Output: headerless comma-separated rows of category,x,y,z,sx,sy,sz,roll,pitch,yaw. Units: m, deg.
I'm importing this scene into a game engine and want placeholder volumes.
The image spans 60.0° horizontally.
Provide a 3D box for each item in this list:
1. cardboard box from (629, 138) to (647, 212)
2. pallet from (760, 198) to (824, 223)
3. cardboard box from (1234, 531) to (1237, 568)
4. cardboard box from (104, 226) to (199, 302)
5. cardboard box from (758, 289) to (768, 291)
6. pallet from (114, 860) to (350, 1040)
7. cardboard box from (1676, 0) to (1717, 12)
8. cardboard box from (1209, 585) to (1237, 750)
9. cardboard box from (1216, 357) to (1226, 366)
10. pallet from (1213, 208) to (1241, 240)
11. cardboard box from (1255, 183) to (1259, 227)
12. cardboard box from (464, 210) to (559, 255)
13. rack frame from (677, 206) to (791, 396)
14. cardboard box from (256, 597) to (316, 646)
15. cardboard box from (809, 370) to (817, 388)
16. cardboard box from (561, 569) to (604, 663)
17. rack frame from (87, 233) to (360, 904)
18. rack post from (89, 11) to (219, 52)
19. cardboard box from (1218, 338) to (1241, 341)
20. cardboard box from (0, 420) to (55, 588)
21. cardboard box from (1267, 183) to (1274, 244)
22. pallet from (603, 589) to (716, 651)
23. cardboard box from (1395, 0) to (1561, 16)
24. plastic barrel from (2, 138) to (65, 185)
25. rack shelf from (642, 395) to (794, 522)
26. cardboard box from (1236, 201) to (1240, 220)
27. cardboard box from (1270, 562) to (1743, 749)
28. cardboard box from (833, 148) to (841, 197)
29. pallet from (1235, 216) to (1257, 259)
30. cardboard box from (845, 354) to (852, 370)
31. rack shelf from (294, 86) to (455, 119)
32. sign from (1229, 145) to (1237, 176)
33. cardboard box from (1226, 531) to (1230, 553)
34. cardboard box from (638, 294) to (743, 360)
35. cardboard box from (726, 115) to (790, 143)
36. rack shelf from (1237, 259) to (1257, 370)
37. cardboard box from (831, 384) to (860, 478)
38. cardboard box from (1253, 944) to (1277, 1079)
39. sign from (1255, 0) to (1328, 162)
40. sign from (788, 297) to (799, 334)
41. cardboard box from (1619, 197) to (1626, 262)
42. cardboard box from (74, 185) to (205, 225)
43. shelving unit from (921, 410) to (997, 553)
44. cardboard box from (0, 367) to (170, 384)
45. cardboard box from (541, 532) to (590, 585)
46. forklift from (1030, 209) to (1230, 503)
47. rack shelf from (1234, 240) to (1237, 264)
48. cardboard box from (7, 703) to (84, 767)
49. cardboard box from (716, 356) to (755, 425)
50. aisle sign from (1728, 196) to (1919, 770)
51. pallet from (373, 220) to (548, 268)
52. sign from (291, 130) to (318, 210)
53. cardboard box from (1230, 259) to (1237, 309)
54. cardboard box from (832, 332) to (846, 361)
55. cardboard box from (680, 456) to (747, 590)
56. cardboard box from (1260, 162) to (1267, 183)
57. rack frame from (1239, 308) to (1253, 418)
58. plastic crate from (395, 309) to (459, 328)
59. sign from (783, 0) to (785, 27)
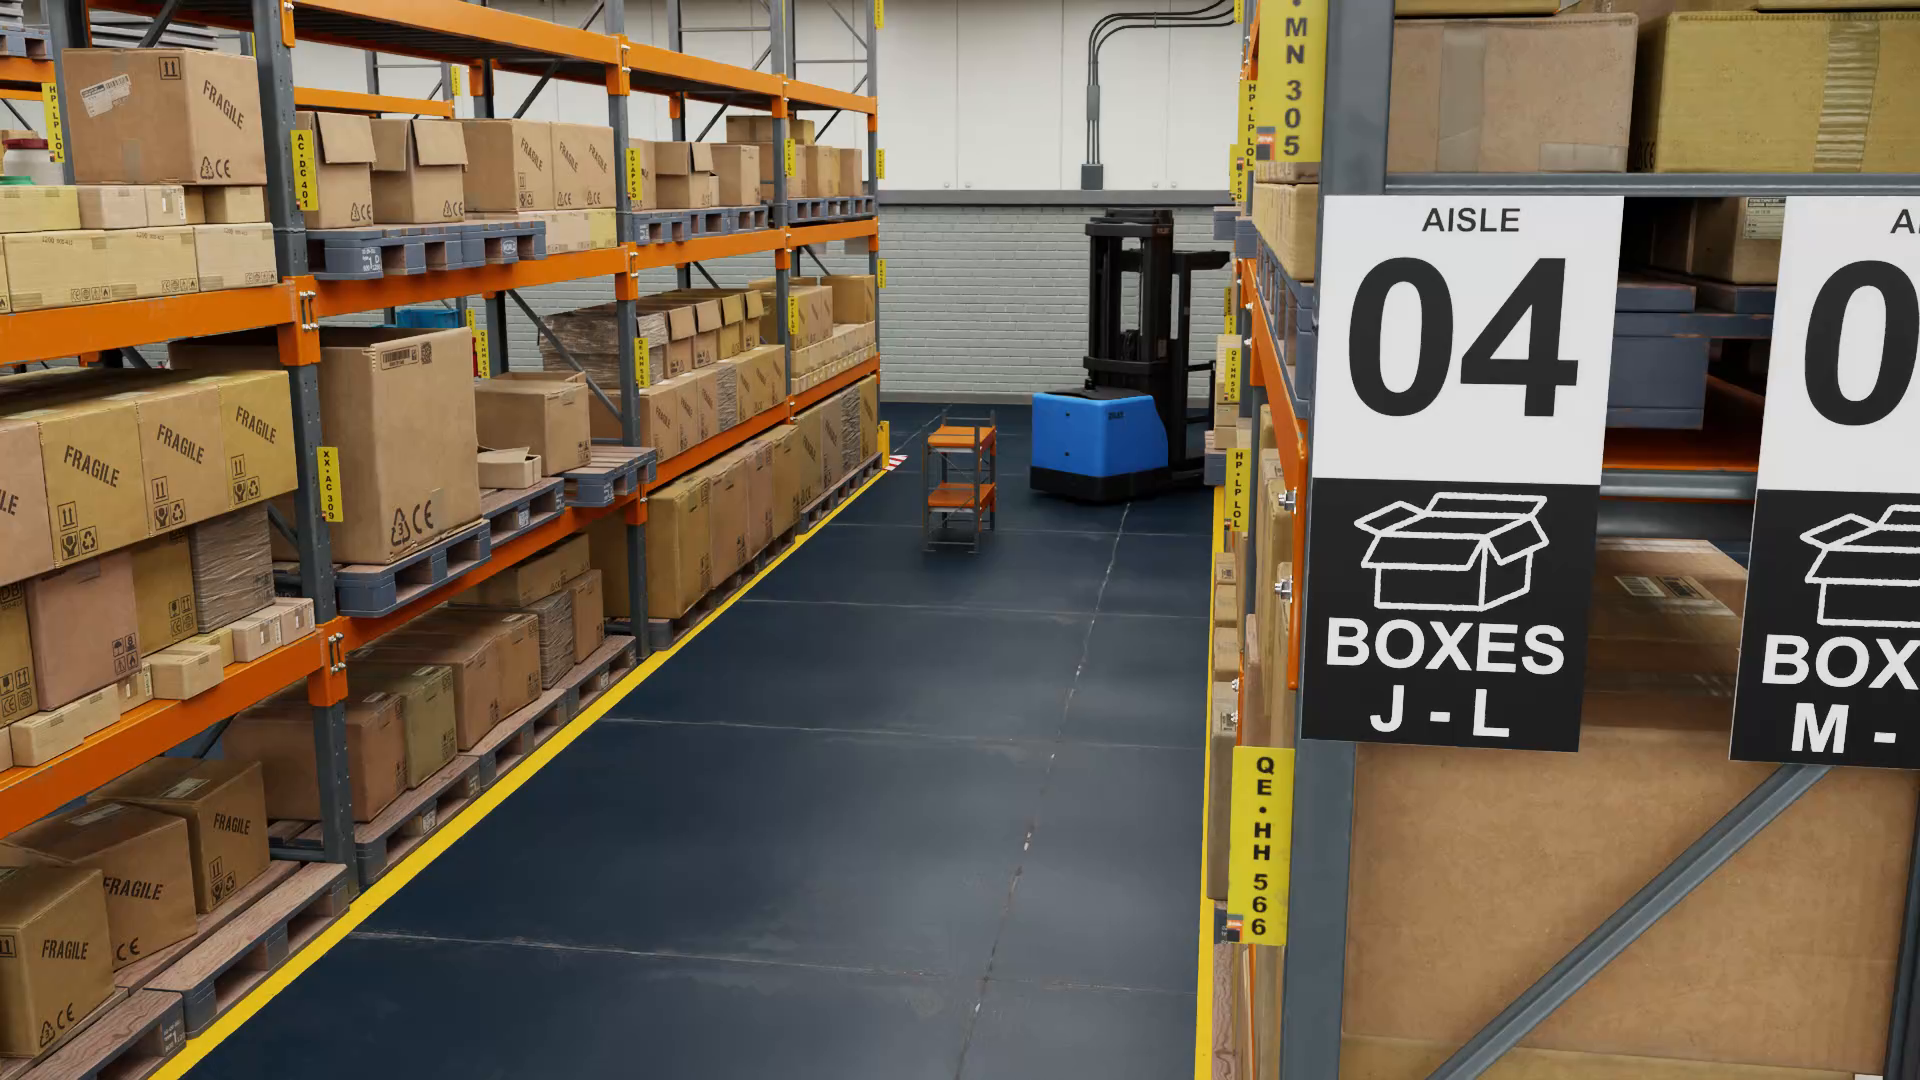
cardboard box,-2.627,-2.517,11.446,0.797,0.503,0.637,3,12,12
pallet,-1.898,-3.091,15.563,1.003,0.211,1.213,2,12,9
cardboard box,1.668,-0.133,8.511,0.500,0.500,0.500,2,12,8
cardboard box,-3.167,-1.014,6.071,0.500,0.250,0.500,2,12,10
cardboard box,-2.146,-2.145,15.954,0.500,0.500,0.500,2,12,9
pallet,-3.333,1.671,6.994,1.003,0.211,1.213,2,12,9
cardboard box,1.411,-0.917,2.735,0.380,0.149,0.250,2,12,9
cardboard box,1.922,0.717,9.147,1.050,0.750,0.750,2,12,10
cardboard box,2.060,-1.243,12.085,0.380,0.149,0.250,2,12,11
pallet,2.495,-2.350,12.359,1.213,0.211,1.003,2,12,9
cardboard box,1.151,-1.078,5.374,0.380,0.149,0.250,2,12,9
cardboard box,-2.623,-1.743,9.455,0.500,0.250,0.500,2,12,10
rack frame,-2.034,-1.498,15.081,1.000,3.000,0.127,2,12,9
cardboard box,-3.007,0.344,7.128,0.380,0.149,0.250,2,12,9
cardboard box,-1.580,-1.536,15.852,0.380,0.149,0.250,2,12,11
cardboard box,-2.733,0.482,10.784,0.700,0.500,0.500,1,12,6
rack frame,-3.265,0.167,7.354,1.000,3.000,0.127,2,12,9
rack post,-7.089,-4.380,14.393,0.937,0.300,0.954,2,12,8
cardboard box,2.299,-1.564,13.576,0.380,0.149,0.250,2,12,10
cardboard box,-3.296,-0.101,5.282,0.500,0.500,0.500,2,12,9
cardboard box,0.918,-0.761,3.902,0.380,0.149,0.250,2,12,9
pallet,-2.454,0.536,12.261,1.003,0.211,1.213,2,12,9
cardboard box,0.722,-0.887,2.595,0.380,0.149,0.250,2,12,9
plastic barrel,-7.420,-2.938,13.323,0.433,0.535,0.433,0,12,0
rack shelf,-2.342,-0.730,13.225,1.077,0.370,4.000,2,12,9
cardboard box,2.660,-2.820,14.452,0.500,0.250,0.500,2,12,10
cardboard box,1.095,0.387,3.415,0.875,0.550,0.550,2,12,9
cardboard box,-1.652,-3.877,17.528,0.700,0.500,0.500,1,12,7
pallet,2.189,-1.722,9.448,1.213,0.211,1.003,2,12,11
cardboard box,-1.343,-1.856,17.341,0.380,0.149,0.250,2,12,9
rack shelf,-6.621,-4.460,17.244,1.077,0.370,4.000,2,12,9
sign,2.930,-4.060,17.775,0.100,0.325,0.005,2,12,9
cardboard box,2.228,0.169,12.282,0.500,0.500,0.500,1,12,6
cardboard box,-2.241,-1.762,13.686,0.797,0.503,0.637,2,12,9
cardboard box,-1.883,-3.830,15.528,0.500,0.250,0.500,1,12,5
rack shelf,1.928,-1.182,8.202,1.077,0.370,4.000,2,12,9
cardboard box,-1.578,-1.172,17.615,0.875,0.875,0.875,2,12,9
cardboard box,1.081,0.914,3.531,0.875,0.550,0.550,2,12,9
sign,0.472,-0.699,2.341,0.100,0.325,0.005,2,12,9
sign,-1.496,-2.010,14.895,0.100,0.325,0.005,2,12,9
cardboard box,1.491,-0.635,3.318,0.380,0.149,0.250,2,12,9
cardboard box,-3.160,-1.291,6.410,0.380,0.149,0.250,2,12,9
shelving unit,0.001,-0.551,15.138,0.538,1.125,1.048,2,12,9
cardboard box,-3.585,-0.430,6.810,0.500,0.500,0.500,2,12,9
cardboard box,-2.723,0.115,10.704,0.500,0.250,0.500,2,12,11
forklift,2.155,-2.046,17.787,3.031,2.935,1.130,-11,16,-42
rack shelf,3.159,-2.847,15.929,1.077,0.370,4.000,2,12,9
cardboard box,-3.252,0.656,5.682,0.380,0.149,0.250,2,12,9
cardboard box,-1.993,-1.229,13.595,0.500,0.500,0.500,2,12,8
aisle sign,1.291,-0.065,2.259,0.394,0.787,0.004,2,12,9
pallet,-2.908,-1.548,8.640,1.213,0.211,1.003,2,12,9
sign,-2.727,-1.536,6.909,0.100,0.325,0.005,2,12,9
cardboard box,2.962,-2.534,16.573,0.500,0.500,0.500,2,12,7
cardboard box,-1.464,-1.973,16.936,0.500,0.250,0.500,2,12,9
cardboard box,-2.378,-0.160,12.920,1.225,0.875,0.875,2,12,9
cardboard box,1.116,-1.141,4.719,0.500,0.250,0.500,2,12,8
rack frame,2.236,-0.484,10.374,1.000,3.000,0.127,2,12,9
plastic crate,-6.180,-2.462,19.328,0.616,0.435,0.499,2,12,9
sign,-1.966,-5.817,18.287,0.100,0.325,0.005,2,12,9
